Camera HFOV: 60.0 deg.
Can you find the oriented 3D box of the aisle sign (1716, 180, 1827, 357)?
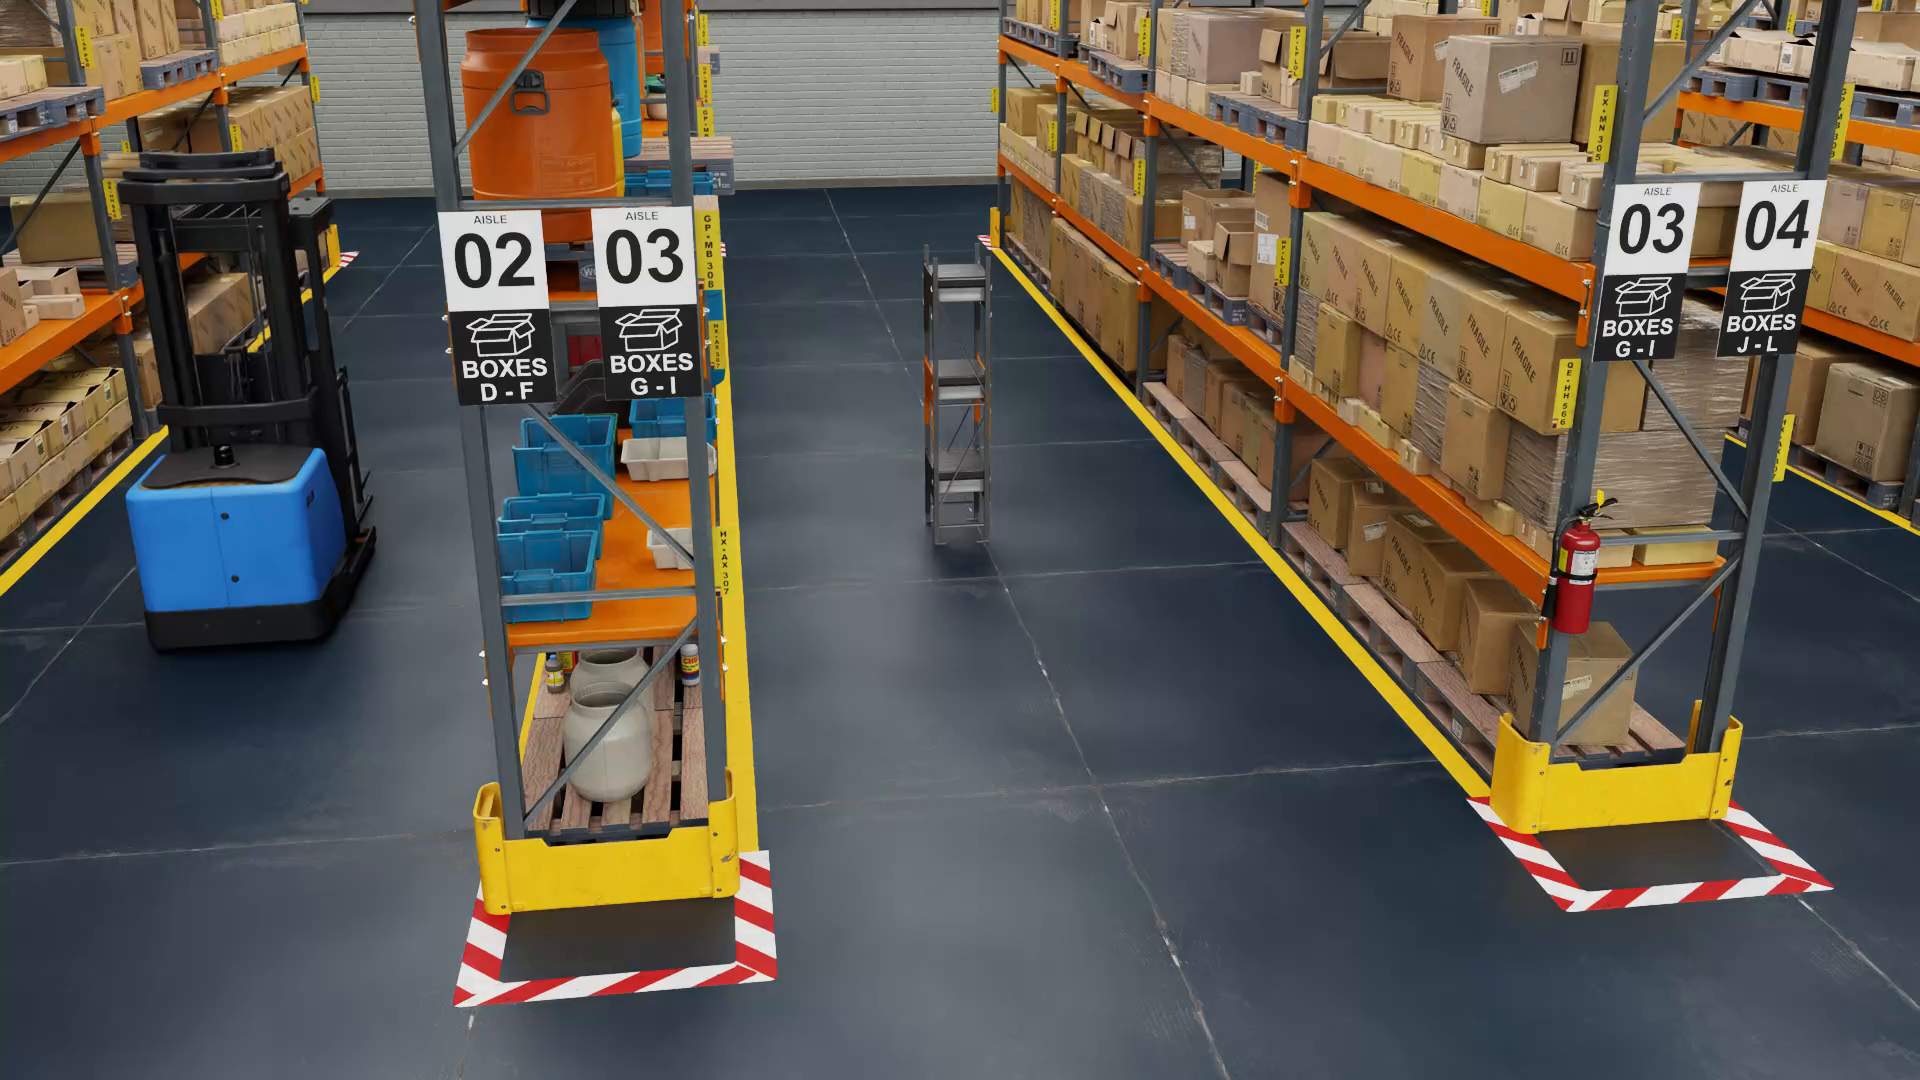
[{"bbox_3d":[3.634,-1.211,7.456,0.394,0.787,0.004,-3,21,-8],"label":"aisle sign"}]

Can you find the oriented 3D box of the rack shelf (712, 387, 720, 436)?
[{"bbox_3d":[-2.438,-1.490,12.947,1.077,0.370,4.000,-3,21,-8],"label":"rack shelf"}]

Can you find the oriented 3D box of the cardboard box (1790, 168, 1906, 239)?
[{"bbox_3d":[7.377,-2.814,13.892,0.700,0.500,0.500,-3,21,-8],"label":"cardboard box"}]

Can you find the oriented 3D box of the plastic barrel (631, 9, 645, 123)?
[{"bbox_3d":[-2.728,-3.604,12.678,0.600,0.830,0.708,-3,21,-8],"label":"plastic barrel"}]

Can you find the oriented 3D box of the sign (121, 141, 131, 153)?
[{"bbox_3d":[-8.740,-4.032,17.486,0.100,0.325,0.005,-3,21,-8],"label":"sign"}]

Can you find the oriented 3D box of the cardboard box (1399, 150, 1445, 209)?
[{"bbox_3d":[2.790,-2.013,9.246,0.500,0.250,0.500,-3,21,-9],"label":"cardboard box"}]

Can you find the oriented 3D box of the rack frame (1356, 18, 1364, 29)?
[{"bbox_3d":[5.945,-5.754,23.336,1.000,3.000,0.127,-3,21,-8],"label":"rack frame"}]

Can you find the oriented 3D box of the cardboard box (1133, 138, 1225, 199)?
[{"bbox_3d":[2.086,-3.540,15.831,0.797,0.503,0.637,-2,21,-6],"label":"cardboard box"}]

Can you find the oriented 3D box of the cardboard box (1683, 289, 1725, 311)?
[{"bbox_3d":[7.097,-1.912,15.663,1.050,0.750,0.750,-3,21,-8],"label":"cardboard box"}]

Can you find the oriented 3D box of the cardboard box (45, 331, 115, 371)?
[{"bbox_3d":[-7.995,-1.618,15.205,0.500,0.500,0.500,-2,21,-6],"label":"cardboard box"}]

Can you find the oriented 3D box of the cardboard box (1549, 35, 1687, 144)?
[{"bbox_3d":[3.382,-2.353,8.659,0.500,0.500,0.500,-3,21,-8],"label":"cardboard box"}]

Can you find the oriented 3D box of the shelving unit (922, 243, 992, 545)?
[{"bbox_3d":[-0.024,-1.041,12.002,0.431,2.100,0.503,-3,21,-8],"label":"shelving unit"}]

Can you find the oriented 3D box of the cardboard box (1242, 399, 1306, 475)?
[{"bbox_3d":[2.635,-0.799,13.013,0.700,0.500,0.500,-3,21,-8],"label":"cardboard box"}]

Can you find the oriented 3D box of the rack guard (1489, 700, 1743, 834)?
[{"bbox_3d":[3.318,1.145,8.436,1.175,0.500,0.348,-3,21,-8],"label":"rack guard"}]

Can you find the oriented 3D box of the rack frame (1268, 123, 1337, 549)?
[{"bbox_3d":[2.752,-1.384,11.636,1.000,3.000,0.127,-3,21,-8],"label":"rack frame"}]

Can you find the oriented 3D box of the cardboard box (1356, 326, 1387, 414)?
[{"bbox_3d":[2.965,-1.069,10.223,0.875,0.500,0.500,-3,21,-8],"label":"cardboard box"}]

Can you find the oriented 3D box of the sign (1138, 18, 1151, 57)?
[{"bbox_3d":[1.625,-4.429,14.647,0.100,0.325,0.005,-3,21,-8],"label":"sign"}]

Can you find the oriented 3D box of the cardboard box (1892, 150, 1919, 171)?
[{"bbox_3d":[11.293,-4.472,19.403,0.500,0.250,0.500,-3,21,-7],"label":"cardboard box"}]

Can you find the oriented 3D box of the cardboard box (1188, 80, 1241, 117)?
[{"bbox_3d":[2.148,-3.573,13.424,0.500,0.250,0.500,-2,21,-7],"label":"cardboard box"}]

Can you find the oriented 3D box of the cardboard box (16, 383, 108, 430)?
[{"bbox_3d":[-7.227,-1.094,13.386,0.500,0.311,0.500,-3,21,-9],"label":"cardboard box"}]

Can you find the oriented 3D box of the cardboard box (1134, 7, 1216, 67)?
[{"bbox_3d":[2.016,-4.627,15.283,0.797,0.503,0.637,-2,21,-5],"label":"cardboard box"}]

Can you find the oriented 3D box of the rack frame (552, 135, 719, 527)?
[{"bbox_3d":[-2.149,-1.135,10.967,1.000,3.000,0.127,-3,21,-8],"label":"rack frame"}]

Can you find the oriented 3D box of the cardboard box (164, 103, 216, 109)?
[{"bbox_3d":[-8.683,-4.685,18.901,0.500,0.500,0.500,-3,21,-7],"label":"cardboard box"}]

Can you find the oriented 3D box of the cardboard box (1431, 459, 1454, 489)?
[{"bbox_3d":[2.887,-0.402,9.365,0.380,0.149,0.250,-3,21,-8],"label":"cardboard box"}]

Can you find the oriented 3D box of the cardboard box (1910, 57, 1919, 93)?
[{"bbox_3d":[7.415,-3.415,12.256,0.500,0.250,0.500,-3,21,-7],"label":"cardboard box"}]

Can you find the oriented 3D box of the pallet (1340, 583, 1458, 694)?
[{"bbox_3d":[3.063,0.576,10.373,1.003,0.211,1.213,-3,21,-8],"label":"pallet"}]

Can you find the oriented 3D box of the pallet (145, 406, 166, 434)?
[{"bbox_3d":[-7.698,-1.225,15.195,1.003,0.211,1.213,-3,21,-8],"label":"pallet"}]

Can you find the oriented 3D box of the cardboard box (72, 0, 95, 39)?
[{"bbox_3d":[-7.758,-4.519,14.170,0.500,0.500,0.500,-3,21,-8],"label":"cardboard box"}]

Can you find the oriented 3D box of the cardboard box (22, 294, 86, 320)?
[{"bbox_3d":[-7.225,-1.856,13.257,0.380,0.149,0.250,-3,21,-8],"label":"cardboard box"}]

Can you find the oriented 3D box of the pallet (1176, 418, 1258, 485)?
[{"bbox_3d":[2.459,-0.771,13.979,1.003,0.211,1.213,-3,21,-8],"label":"pallet"}]

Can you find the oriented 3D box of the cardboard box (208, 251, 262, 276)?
[{"bbox_3d":[-8.481,-3.343,19.818,0.797,0.503,0.637,-3,21,-8],"label":"cardboard box"}]

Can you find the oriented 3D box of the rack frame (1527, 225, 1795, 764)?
[{"bbox_3d":[3.329,0.000,7.928,1.000,3.000,0.127,-3,21,-8],"label":"rack frame"}]

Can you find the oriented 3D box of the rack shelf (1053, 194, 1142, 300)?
[{"bbox_3d":[1.887,-3.125,17.324,1.077,0.370,4.000,-3,21,-8],"label":"rack shelf"}]

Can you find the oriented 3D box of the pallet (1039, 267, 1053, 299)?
[{"bbox_3d":[1.567,-3.115,20.255,1.003,0.211,1.213,-3,21,-8],"label":"pallet"}]

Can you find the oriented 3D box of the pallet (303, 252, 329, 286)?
[{"bbox_3d":[-8.654,-3.432,21.104,1.003,0.211,1.213,-3,21,-8],"label":"pallet"}]

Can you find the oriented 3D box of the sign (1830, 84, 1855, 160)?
[{"bbox_3d":[3.866,-1.842,7.323,0.100,0.325,0.005,-3,21,-8],"label":"sign"}]

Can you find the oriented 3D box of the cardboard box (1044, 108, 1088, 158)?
[{"bbox_3d":[1.268,-4.720,19.285,0.500,0.500,0.500,-2,21,-6],"label":"cardboard box"}]

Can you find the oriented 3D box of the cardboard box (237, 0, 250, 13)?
[{"bbox_3d":[-8.322,-6.096,18.391,0.700,0.500,0.500,-3,21,-8],"label":"cardboard box"}]

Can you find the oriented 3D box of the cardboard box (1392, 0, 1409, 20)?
[{"bbox_3d":[5.888,-6.802,21.354,0.500,0.250,0.500,-3,21,-7],"label":"cardboard box"}]

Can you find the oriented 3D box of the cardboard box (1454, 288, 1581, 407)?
[{"bbox_3d":[2.927,-1.005,8.623,0.500,0.500,0.500,-3,21,-8],"label":"cardboard box"}]

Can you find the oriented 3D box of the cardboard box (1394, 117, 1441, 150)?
[{"bbox_3d":[2.719,-2.328,9.521,0.380,0.149,0.250,-3,21,-9],"label":"cardboard box"}]

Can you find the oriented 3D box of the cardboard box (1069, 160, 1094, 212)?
[{"bbox_3d":[1.491,-3.855,18.108,0.500,0.500,0.500,-3,21,-8],"label":"cardboard box"}]

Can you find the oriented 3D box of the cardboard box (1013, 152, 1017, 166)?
[{"bbox_3d":[0.897,-4.926,21.478,0.380,0.149,0.250,-3,21,-9],"label":"cardboard box"}]

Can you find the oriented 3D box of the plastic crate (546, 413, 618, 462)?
[{"bbox_3d":[-2.233,-0.551,9.708,0.450,0.188,0.662,-3,21,-8],"label":"plastic crate"}]

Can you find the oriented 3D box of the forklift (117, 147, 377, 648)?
[{"bbox_3d":[-4.735,-1.185,11.200,1.130,2.935,3.031,-3,21,-9],"label":"forklift"}]

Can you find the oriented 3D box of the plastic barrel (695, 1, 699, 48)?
[{"bbox_3d":[-2.970,-5.289,16.933,0.600,0.588,0.600,0,20,0],"label":"plastic barrel"}]

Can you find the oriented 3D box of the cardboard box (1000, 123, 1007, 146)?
[{"bbox_3d":[0.824,-5.429,22.253,0.500,0.250,0.500,-3,21,-9],"label":"cardboard box"}]

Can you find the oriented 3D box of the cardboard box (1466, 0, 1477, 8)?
[{"bbox_3d":[6.158,-6.311,19.469,0.380,0.149,0.250,-2,21,-6],"label":"cardboard box"}]

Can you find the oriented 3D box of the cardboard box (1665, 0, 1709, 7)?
[{"bbox_3d":[7.162,-5.214,16.365,0.396,0.266,0.258,-3,21,-8],"label":"cardboard box"}]

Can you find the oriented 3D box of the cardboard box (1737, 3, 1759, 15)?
[{"bbox_3d":[10.758,-7.182,22.487,0.380,0.149,0.250,-2,21,-6],"label":"cardboard box"}]

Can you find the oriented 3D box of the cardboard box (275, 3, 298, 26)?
[{"bbox_3d":[-8.455,-6.445,20.398,0.500,0.250,0.500,-3,21,-8],"label":"cardboard box"}]

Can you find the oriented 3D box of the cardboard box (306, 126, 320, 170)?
[{"bbox_3d":[-8.447,-4.946,21.030,0.500,0.500,0.500,-2,21,-6],"label":"cardboard box"}]

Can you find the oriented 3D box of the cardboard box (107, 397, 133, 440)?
[{"bbox_3d":[-7.311,-1.010,13.962,0.500,0.250,0.500,-2,21,-6],"label":"cardboard box"}]

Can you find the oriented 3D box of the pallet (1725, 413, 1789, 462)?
[{"bbox_3d":[7.310,-0.980,14.538,1.003,0.211,1.213,-3,21,-8],"label":"pallet"}]

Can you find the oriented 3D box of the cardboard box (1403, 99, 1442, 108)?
[{"bbox_3d":[3.033,-2.711,10.545,0.380,0.149,0.250,-3,21,-7],"label":"cardboard box"}]
